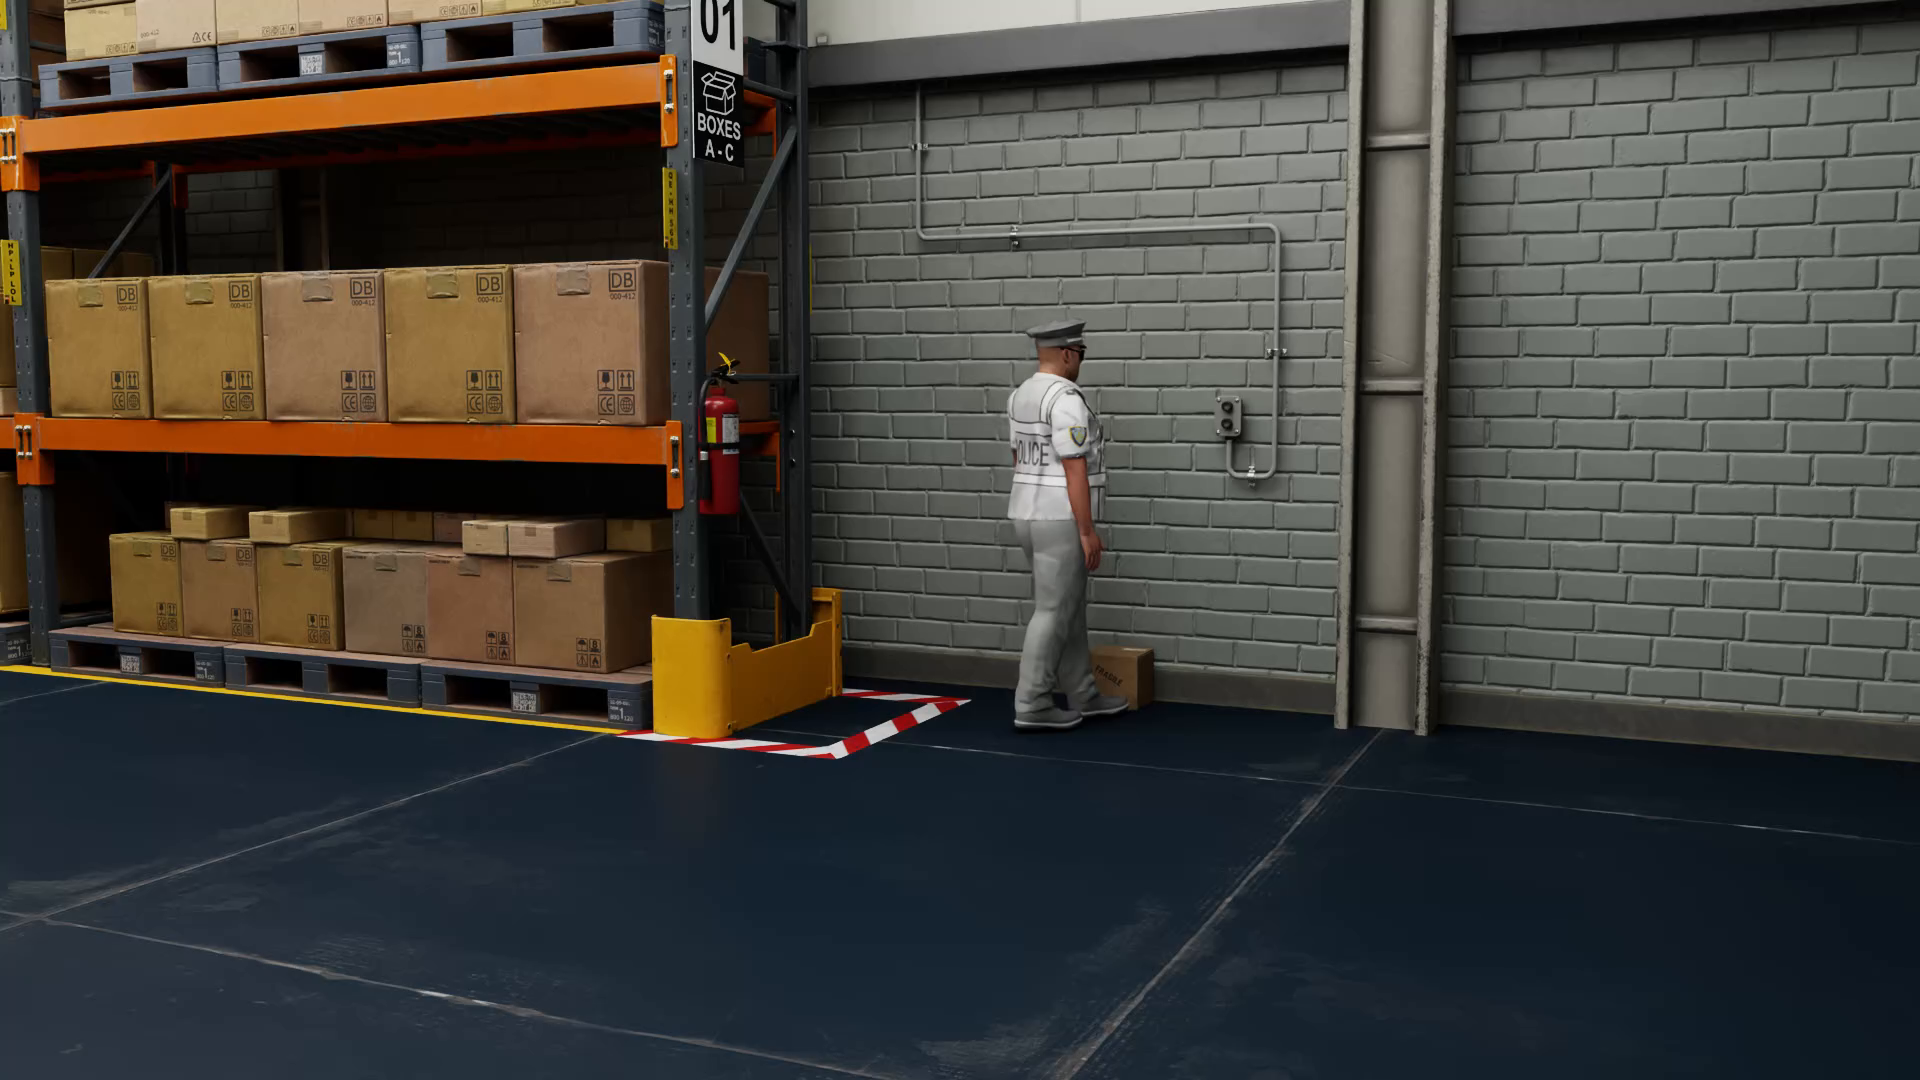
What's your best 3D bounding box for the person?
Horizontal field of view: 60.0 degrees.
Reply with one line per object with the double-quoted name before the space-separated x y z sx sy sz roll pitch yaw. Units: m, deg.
"person" 0.505 -0.074 7.167 0.642 1.742 0.535 -2 6 -23
